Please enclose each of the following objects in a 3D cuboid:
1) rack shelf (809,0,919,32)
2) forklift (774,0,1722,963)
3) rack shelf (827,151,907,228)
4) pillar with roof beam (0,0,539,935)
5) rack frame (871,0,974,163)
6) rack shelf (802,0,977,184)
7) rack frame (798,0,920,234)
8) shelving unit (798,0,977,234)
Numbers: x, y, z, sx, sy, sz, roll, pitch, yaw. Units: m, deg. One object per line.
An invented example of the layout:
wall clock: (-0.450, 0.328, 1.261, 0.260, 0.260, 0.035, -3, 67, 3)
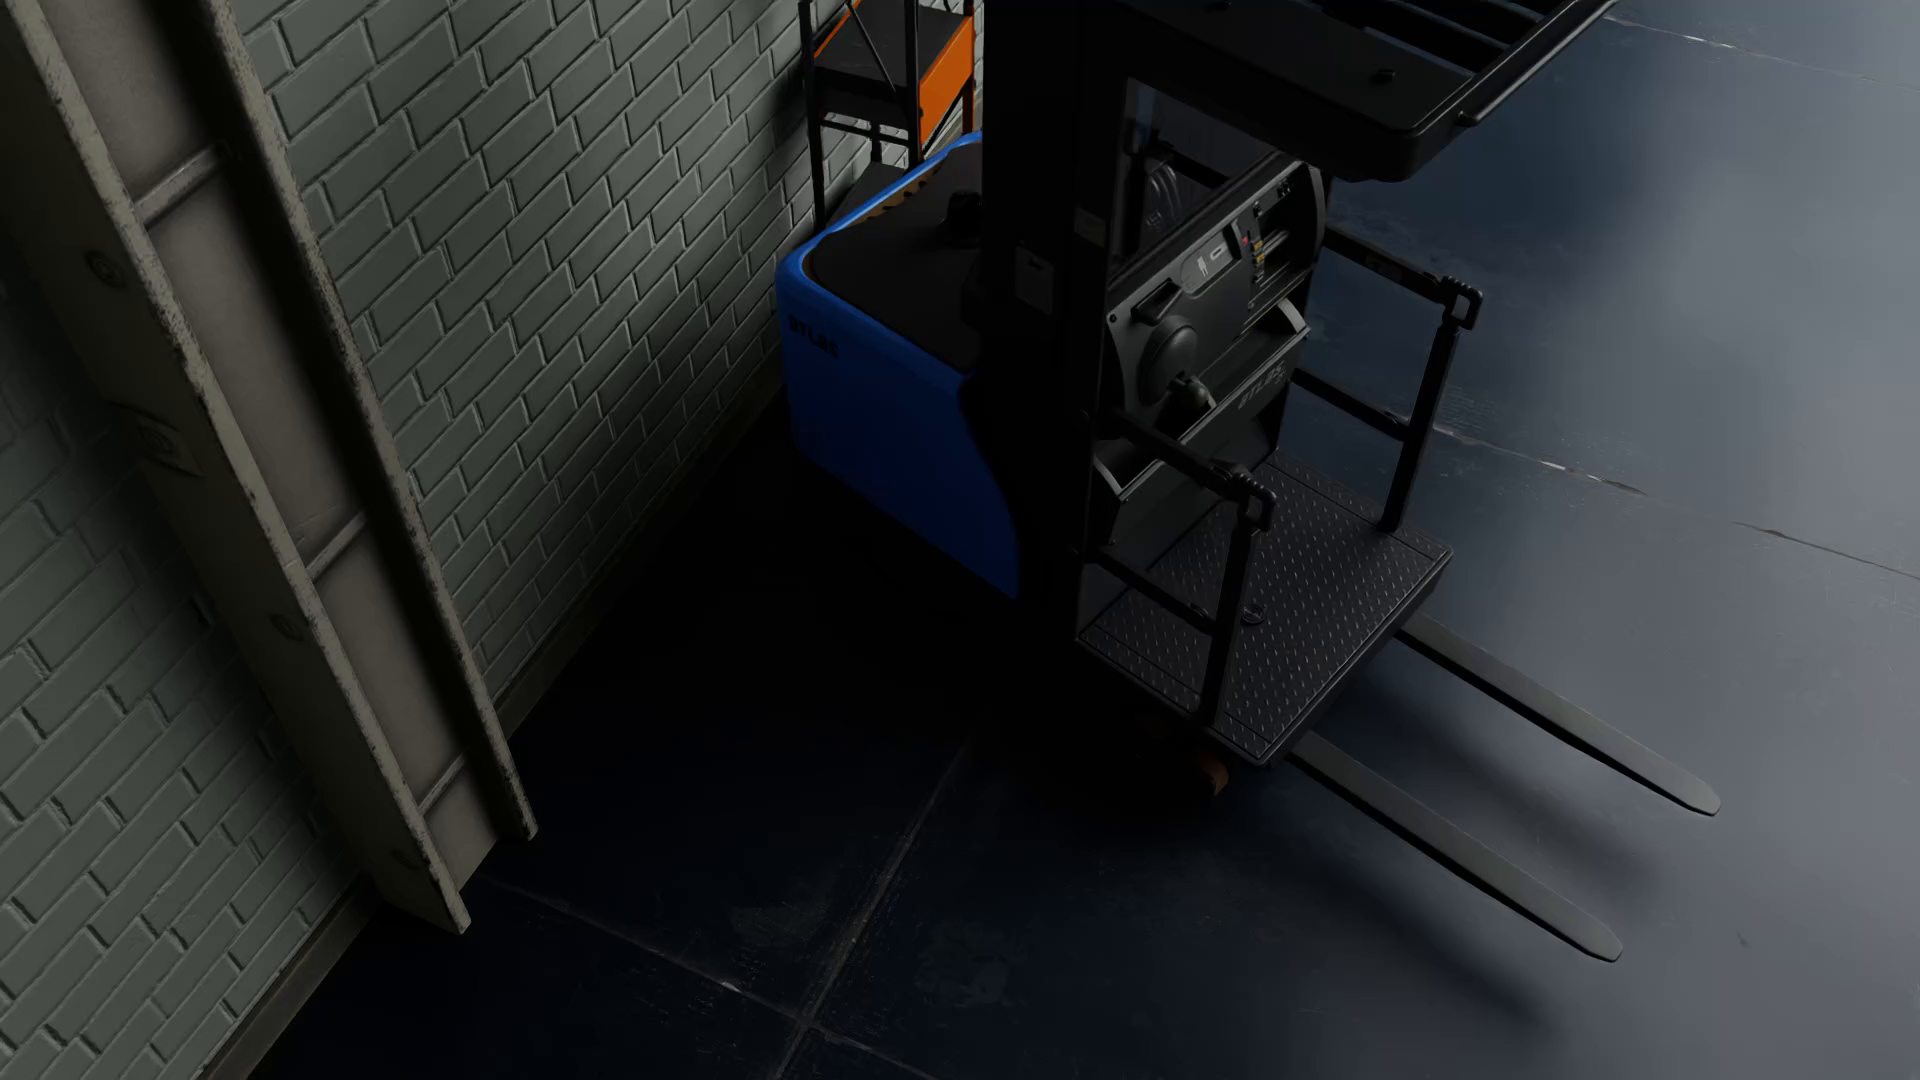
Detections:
rack shelf: (-0.230, -1.966, 5.142, 0.431, 0.518, 0.480, 17, 52, 14)
forklift: (0.853, -0.619, 4.352, 3.031, 2.935, 1.130, 34, 57, 25)
rack shelf: (-0.231, -1.057, 6.208, 0.431, 0.518, 0.480, 17, 52, 14)
pillar with roof beam: (2.402, -0.563, 0.321, 9.100, 9.000, 0.400, 20, 52, 16)
rack frame: (-0.140, -1.693, 5.812, 0.400, 2.100, 0.015, 17, 52, 14)
rack shelf: (-0.231, -1.511, 5.675, 0.431, 0.518, 0.480, 17, 52, 14)
rack frame: (-0.321, -1.348, 5.518, 0.400, 2.100, 0.015, 17, 52, 14)
shelving unit: (-0.231, -1.520, 5.665, 0.431, 2.100, 0.503, 17, 52, 14)
